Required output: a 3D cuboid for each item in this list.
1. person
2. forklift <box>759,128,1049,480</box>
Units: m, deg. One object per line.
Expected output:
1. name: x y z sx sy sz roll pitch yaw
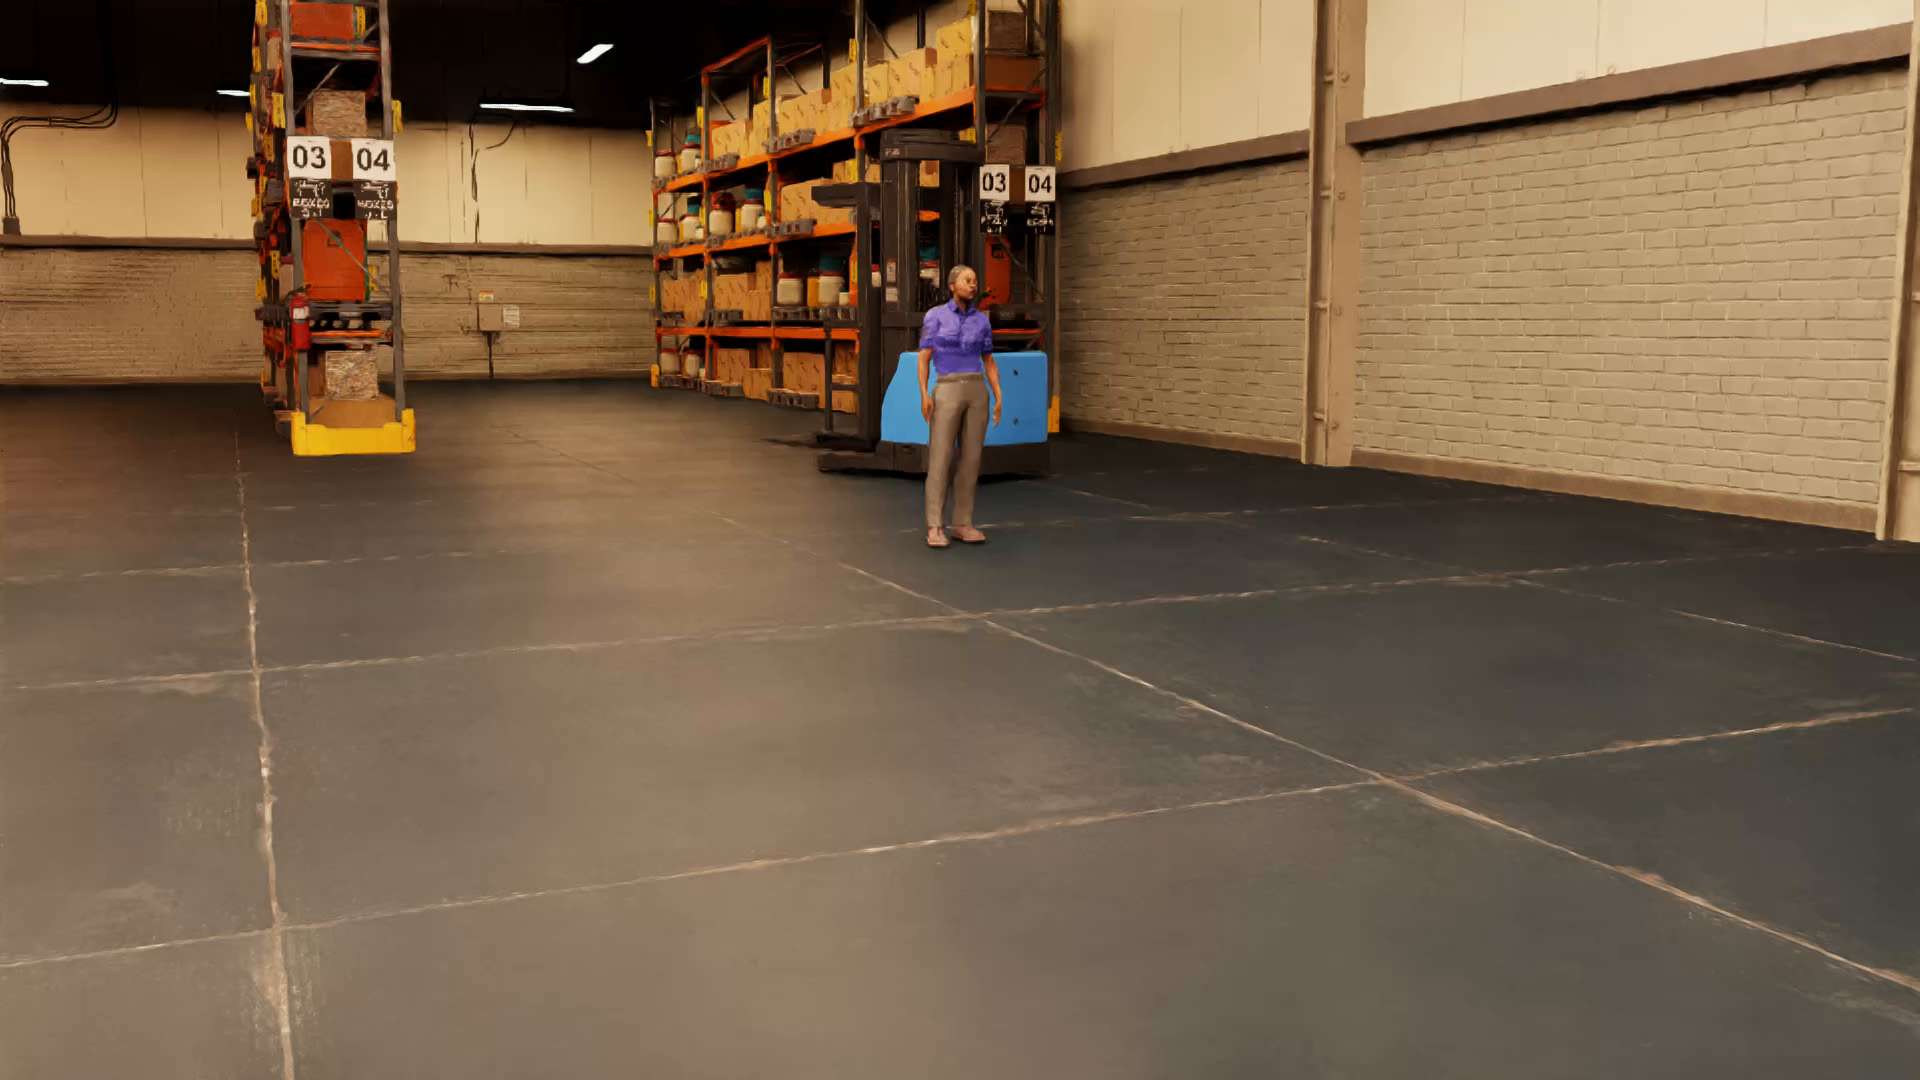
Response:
1. person: 0.017 -0.816 9.957 0.570 1.654 0.503 -3 8 -23
2. forklift: -0.620 -2.085 14.759 1.130 2.935 3.031 -7 10 -43
